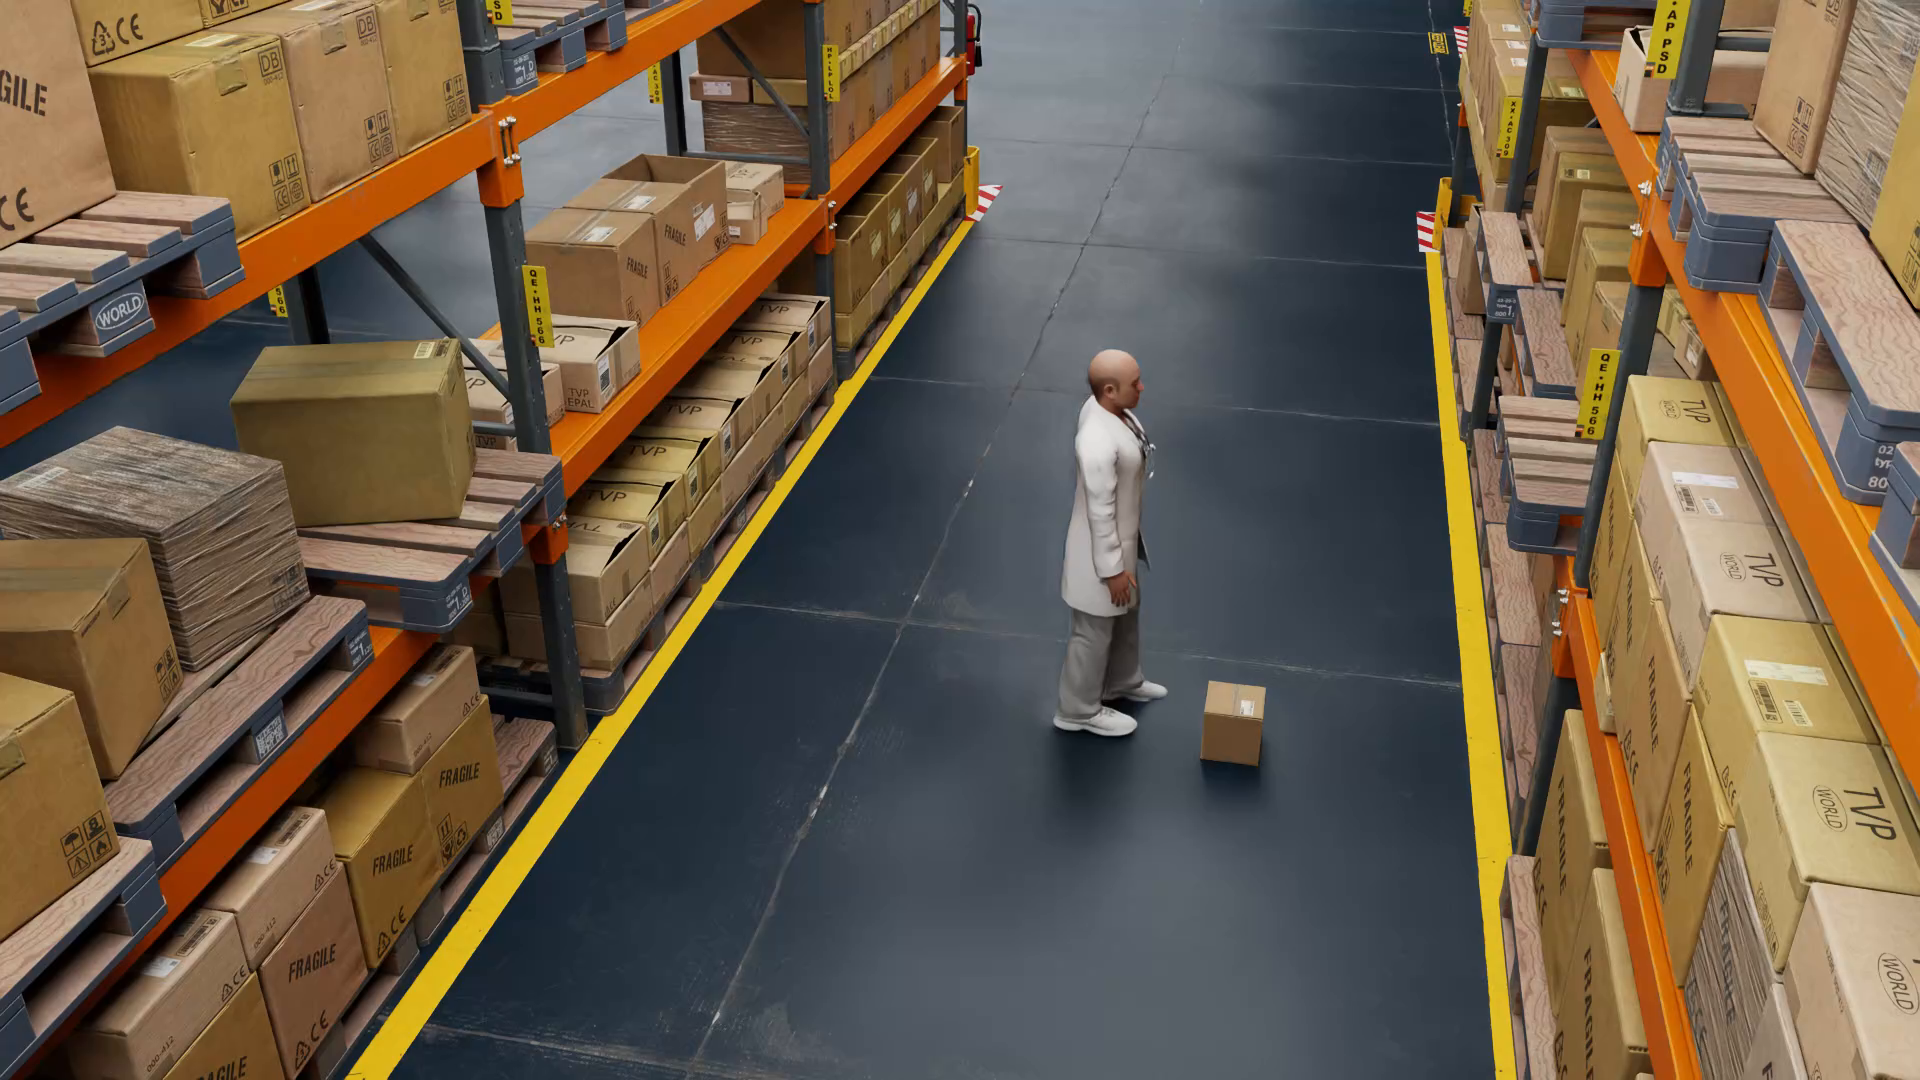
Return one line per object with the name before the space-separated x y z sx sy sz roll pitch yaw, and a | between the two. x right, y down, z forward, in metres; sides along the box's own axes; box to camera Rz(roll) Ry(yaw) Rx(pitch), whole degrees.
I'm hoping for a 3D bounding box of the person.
person | 0.680 0.034 7.079 0.505 1.816 0.612 4 29 7
